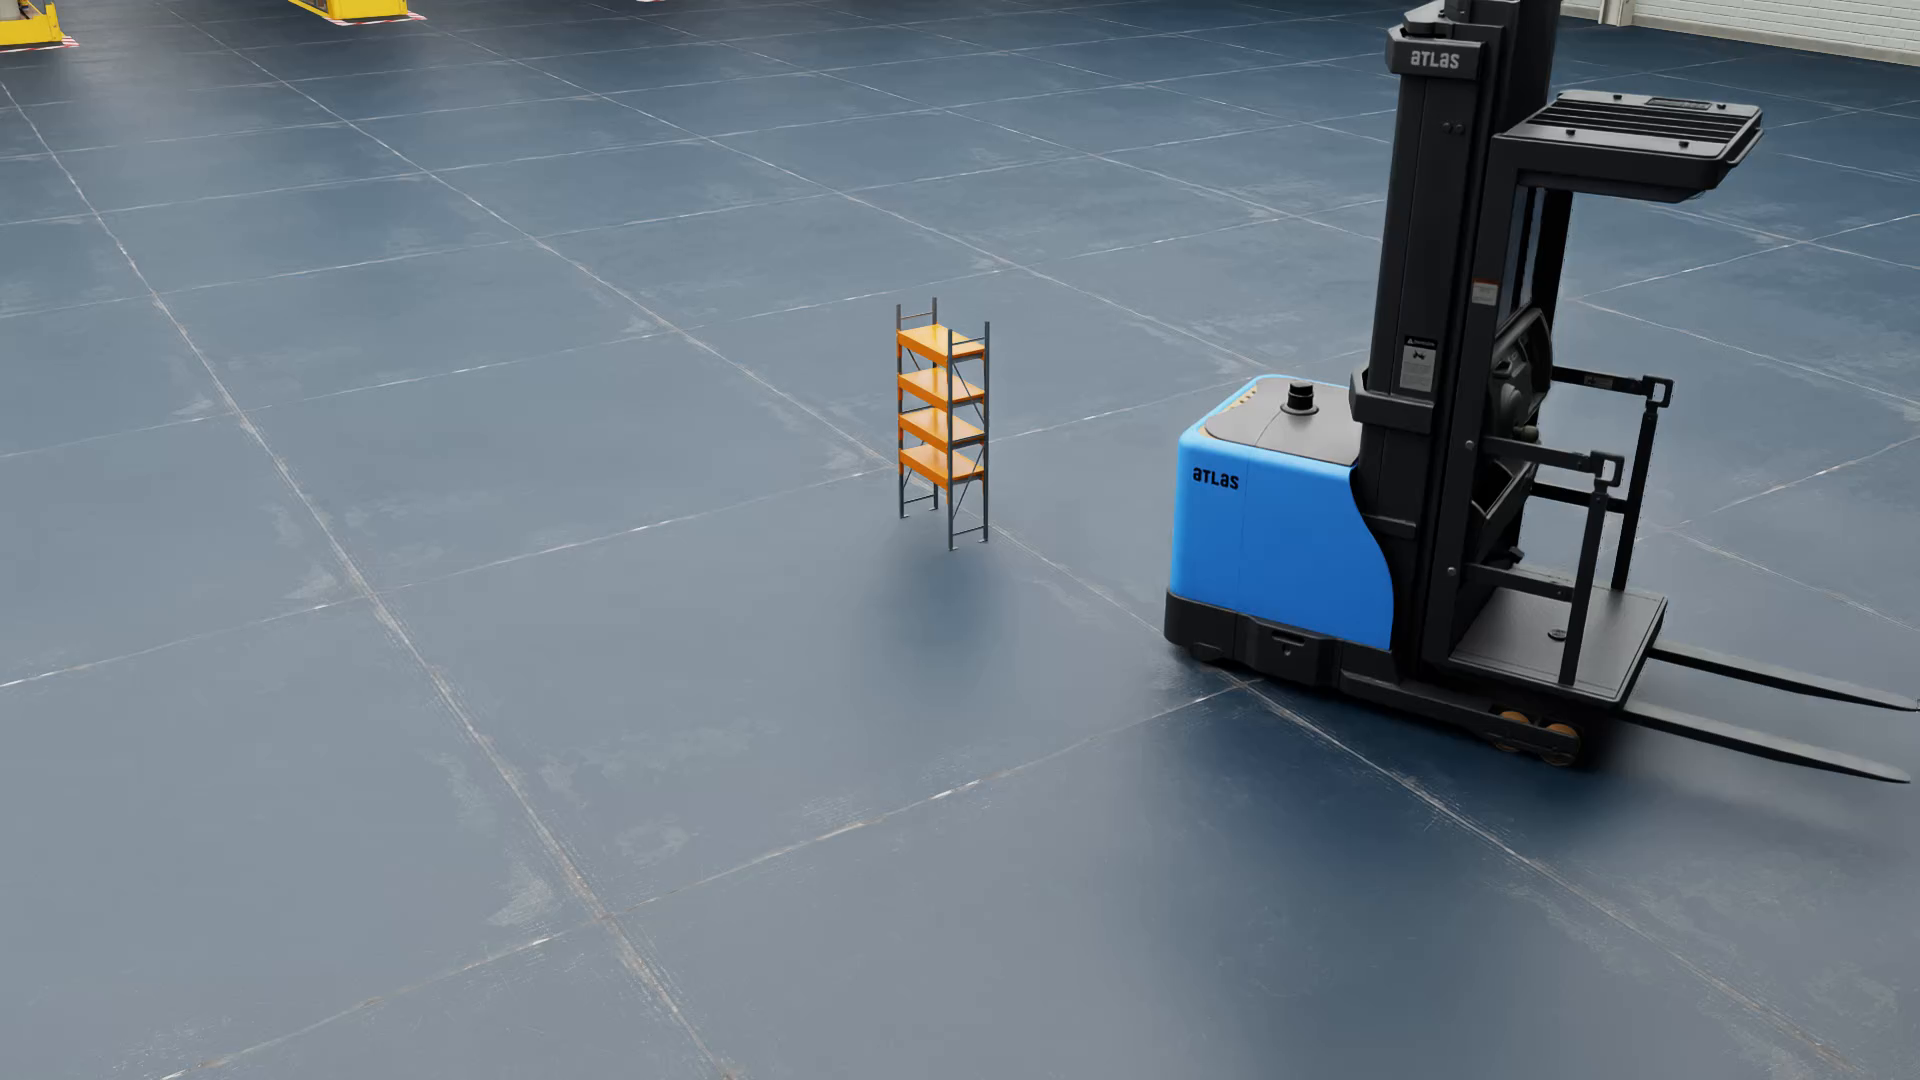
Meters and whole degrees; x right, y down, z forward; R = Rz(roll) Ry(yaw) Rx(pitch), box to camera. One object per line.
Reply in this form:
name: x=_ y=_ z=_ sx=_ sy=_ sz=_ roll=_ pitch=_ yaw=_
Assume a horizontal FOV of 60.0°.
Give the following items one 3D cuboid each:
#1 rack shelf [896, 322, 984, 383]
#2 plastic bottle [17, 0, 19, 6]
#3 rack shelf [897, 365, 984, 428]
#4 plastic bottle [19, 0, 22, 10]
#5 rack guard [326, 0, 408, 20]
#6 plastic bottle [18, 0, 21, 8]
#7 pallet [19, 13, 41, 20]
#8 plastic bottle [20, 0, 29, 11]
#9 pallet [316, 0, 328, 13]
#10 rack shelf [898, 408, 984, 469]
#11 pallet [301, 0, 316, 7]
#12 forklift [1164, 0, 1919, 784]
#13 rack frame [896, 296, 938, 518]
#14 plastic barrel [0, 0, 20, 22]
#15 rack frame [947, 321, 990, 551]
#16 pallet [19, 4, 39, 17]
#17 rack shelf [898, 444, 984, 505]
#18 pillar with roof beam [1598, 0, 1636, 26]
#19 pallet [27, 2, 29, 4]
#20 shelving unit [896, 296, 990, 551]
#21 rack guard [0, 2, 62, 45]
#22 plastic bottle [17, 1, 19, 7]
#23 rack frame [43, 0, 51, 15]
rack shelf: x=-0.090 y=-0.957 z=8.452 sx=0.258 sy=0.148 sz=0.480 roll=-16 pitch=29 yaw=-30
plastic bottle: x=-14.451 y=-8.333 z=25.568 sx=0.097 sy=0.271 sz=0.097 roll=0 pitch=25 yaw=0
rack shelf: x=-0.090 y=-0.743 z=8.552 sx=0.258 sy=0.148 sz=0.480 roll=-16 pitch=29 yaw=-30
plastic bottle: x=-14.266 y=-8.180 z=25.326 sx=0.097 sy=0.201 sz=0.097 roll=0 pitch=25 yaw=0
rack guard: x=-9.372 y=-8.539 z=26.253 sx=1.175 sy=0.500 sz=0.348 roll=-16 pitch=29 yaw=-30
plastic bottle: x=-14.396 y=-8.297 z=25.492 sx=0.097 sy=0.271 sz=0.097 roll=0 pitch=25 yaw=0
pallet: x=-14.000 y=-7.535 z=24.464 sx=1.003 sy=0.211 sz=1.213 roll=-16 pitch=29 yaw=-30
plastic bottle: x=-14.209 y=-8.174 z=25.233 sx=0.097 sy=0.271 sz=0.097 roll=0 pitch=25 yaw=0
pallet: x=-9.786 y=-8.707 z=26.947 sx=1.003 sy=0.211 sz=1.213 roll=-16 pitch=29 yaw=-30
rack shelf: x=-0.090 y=-0.541 z=8.648 sx=0.258 sy=0.148 sz=0.480 roll=-16 pitch=29 yaw=-30
pallet: x=-10.448 y=-9.143 z=27.871 sx=1.003 sy=0.211 sz=1.213 roll=-16 pitch=29 yaw=-30
forklift: x=2.466 y=-0.663 z=6.720 sx=3.031 sy=2.935 sz=1.130 roll=14 pitch=29 yaw=28
rack frame: x=-0.224 y=-0.689 z=8.804 sx=0.240 sy=1.200 sz=0.015 roll=-16 pitch=29 yaw=-30
plastic barrel: x=-13.904 y=-7.770 z=24.119 sx=0.421 sy=0.512 sz=0.421 roll=0 pitch=25 yaw=0
rack frame: x=0.043 y=-0.515 z=8.434 sx=0.240 sy=1.200 sz=0.015 roll=-16 pitch=29 yaw=-30
pallet: x=-14.662 y=-7.971 z=25.388 sx=1.003 sy=0.211 sz=1.213 roll=-16 pitch=29 yaw=-30
rack shelf: x=-0.090 y=-0.361 z=8.733 sx=0.258 sy=0.148 sz=0.480 roll=-16 pitch=29 yaw=-30
pillar with roof beam: x=6.448 y=-10.986 z=21.481 sx=9.100 sy=9.000 sz=0.400 roll=-16 pitch=29 yaw=-30
pallet: x=-15.332 y=-8.408 z=26.313 sx=1.003 sy=0.211 sz=1.213 roll=-16 pitch=29 yaw=-30
shelving unit: x=-0.090 y=-0.602 z=8.619 sx=0.258 sy=1.200 sz=0.503 roll=-16 pitch=29 yaw=-30
rack guard: x=-13.561 y=-7.374 z=23.784 sx=1.175 sy=0.500 sz=0.348 roll=-16 pitch=29 yaw=-30
plastic bottle: x=-14.505 y=-8.336 z=25.658 sx=0.097 sy=0.201 sz=0.097 roll=0 pitch=25 yaw=0
rack frame: x=-13.480 y=-8.488 z=23.216 sx=1.000 sy=3.000 sz=0.127 roll=-16 pitch=29 yaw=-30
